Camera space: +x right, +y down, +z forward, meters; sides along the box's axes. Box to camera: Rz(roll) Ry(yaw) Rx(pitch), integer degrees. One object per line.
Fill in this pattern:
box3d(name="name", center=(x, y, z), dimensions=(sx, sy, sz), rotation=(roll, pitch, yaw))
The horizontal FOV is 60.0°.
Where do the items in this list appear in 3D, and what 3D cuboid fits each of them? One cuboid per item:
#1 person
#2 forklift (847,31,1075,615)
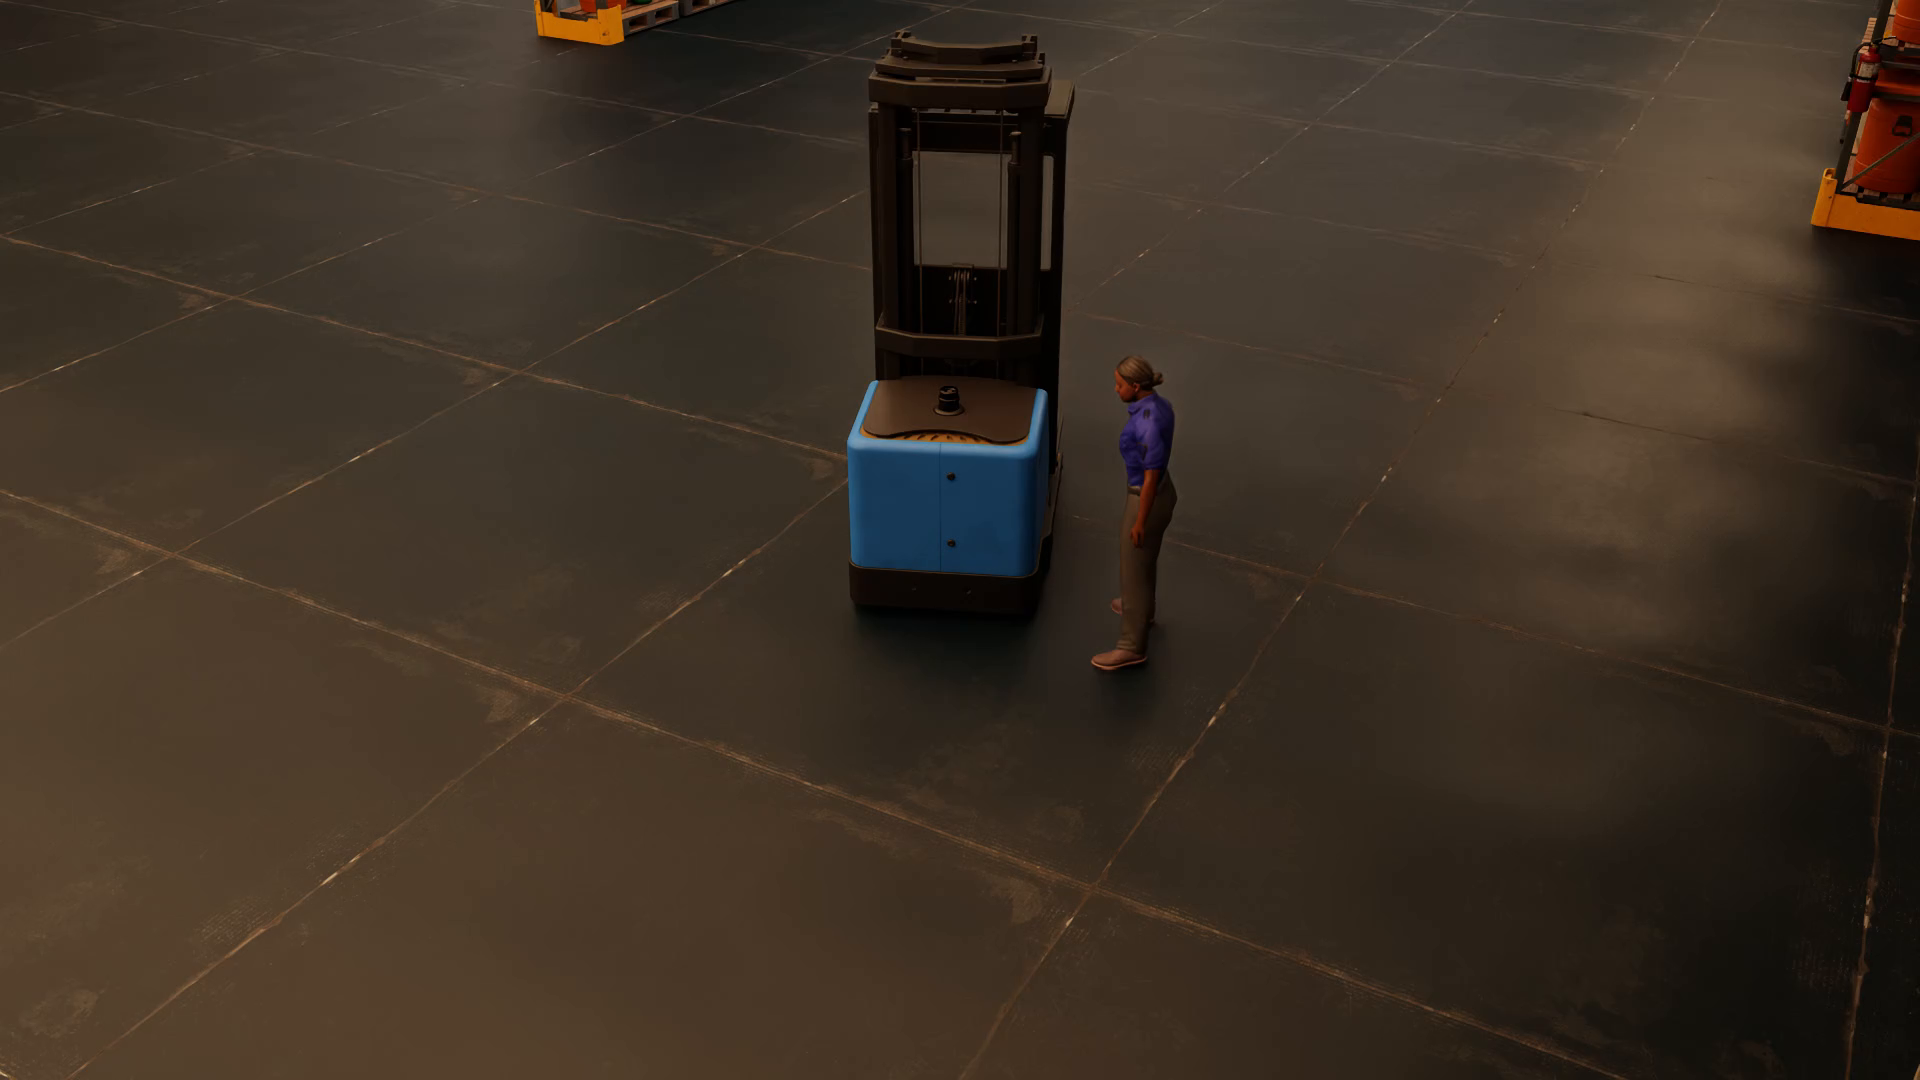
box3d(name="person", center=(0.940, -0.175, 8.669), dimensions=(0.359, 1.655, 0.700), rotation=(8, 31, 14))
box3d(name="forklift", center=(0.072, -1.572, 9.794), dimensions=(1.130, 2.935, 3.031), rotation=(3, 30, 6))
